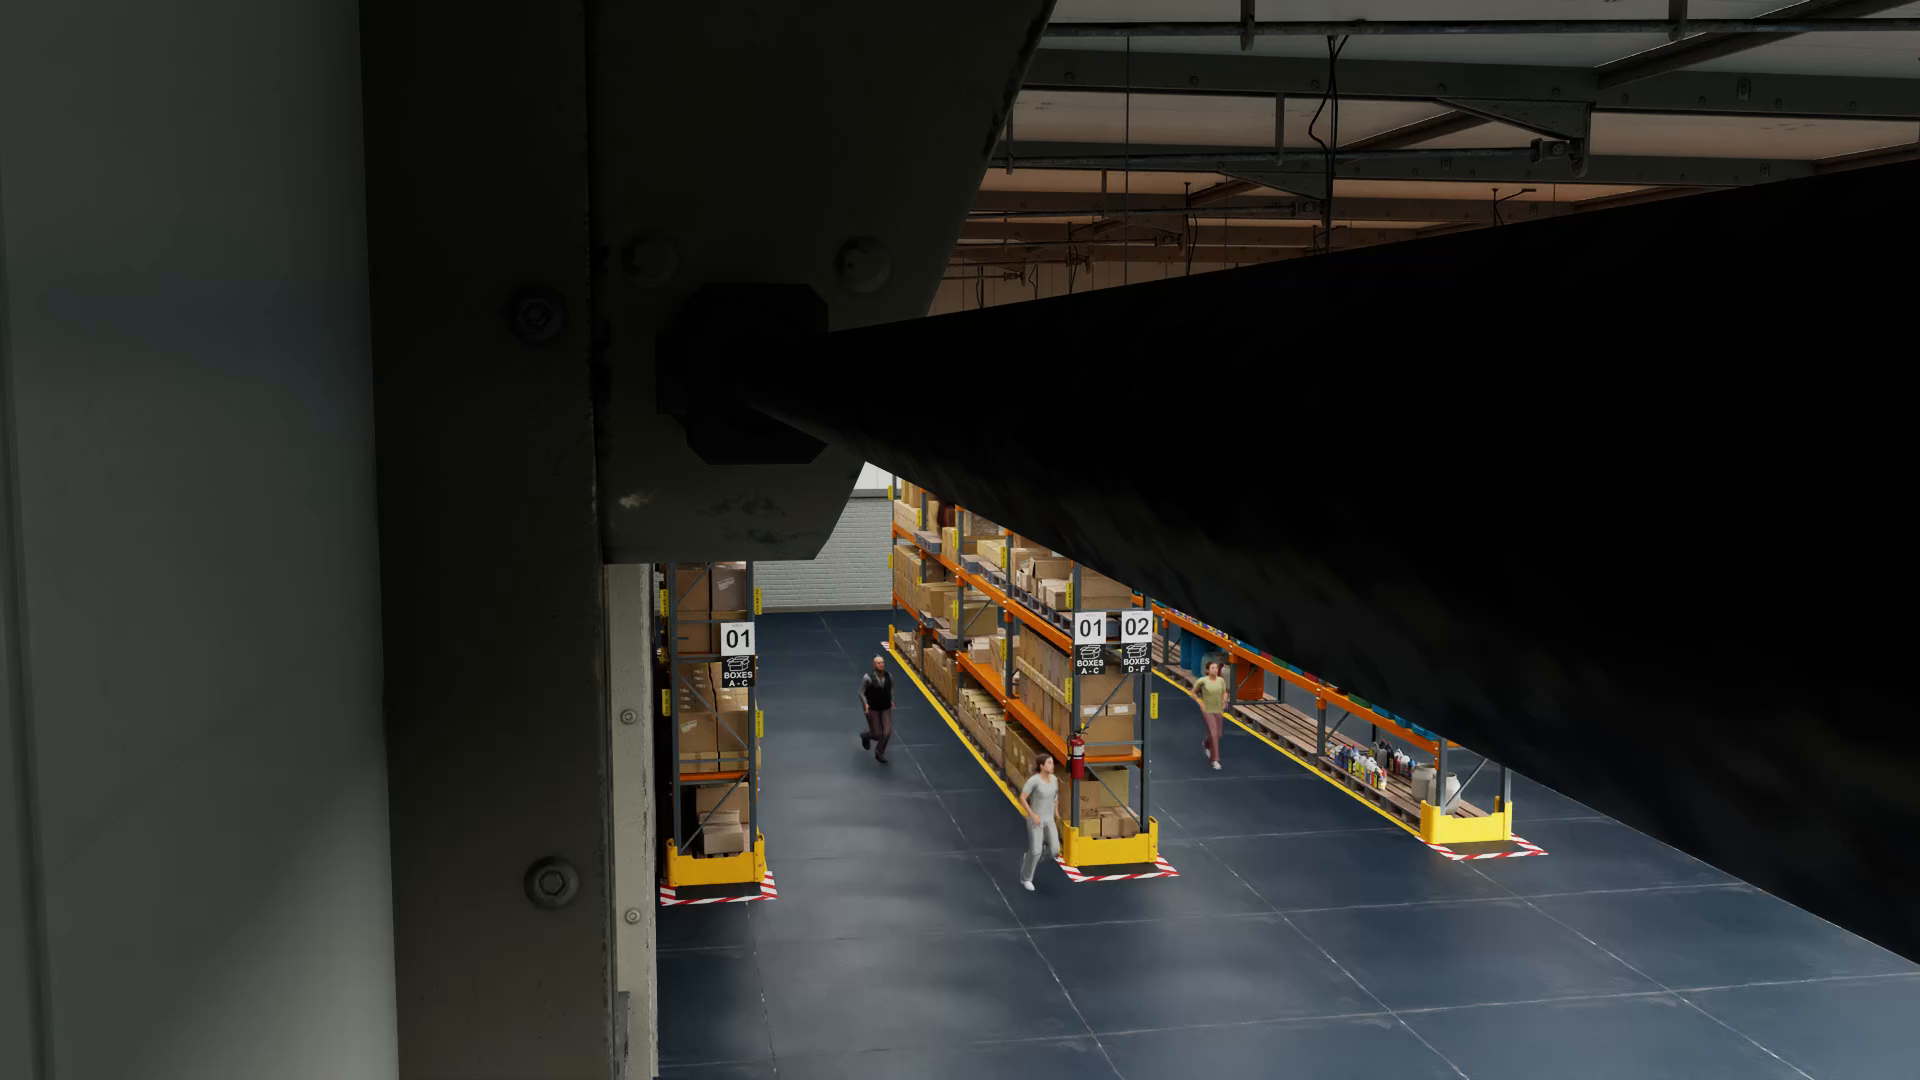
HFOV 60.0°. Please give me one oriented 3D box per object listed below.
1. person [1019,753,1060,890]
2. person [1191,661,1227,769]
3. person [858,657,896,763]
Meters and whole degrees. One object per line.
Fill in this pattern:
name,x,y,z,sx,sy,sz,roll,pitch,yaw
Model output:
person,1.000,3.378,20.052,0.617,1.626,0.533,-4,7,-34
person,3.917,2.700,26.044,0.587,1.658,0.752,-2,6,-16
person,-1.325,2.663,26.366,0.645,1.678,0.618,-3,7,-25
